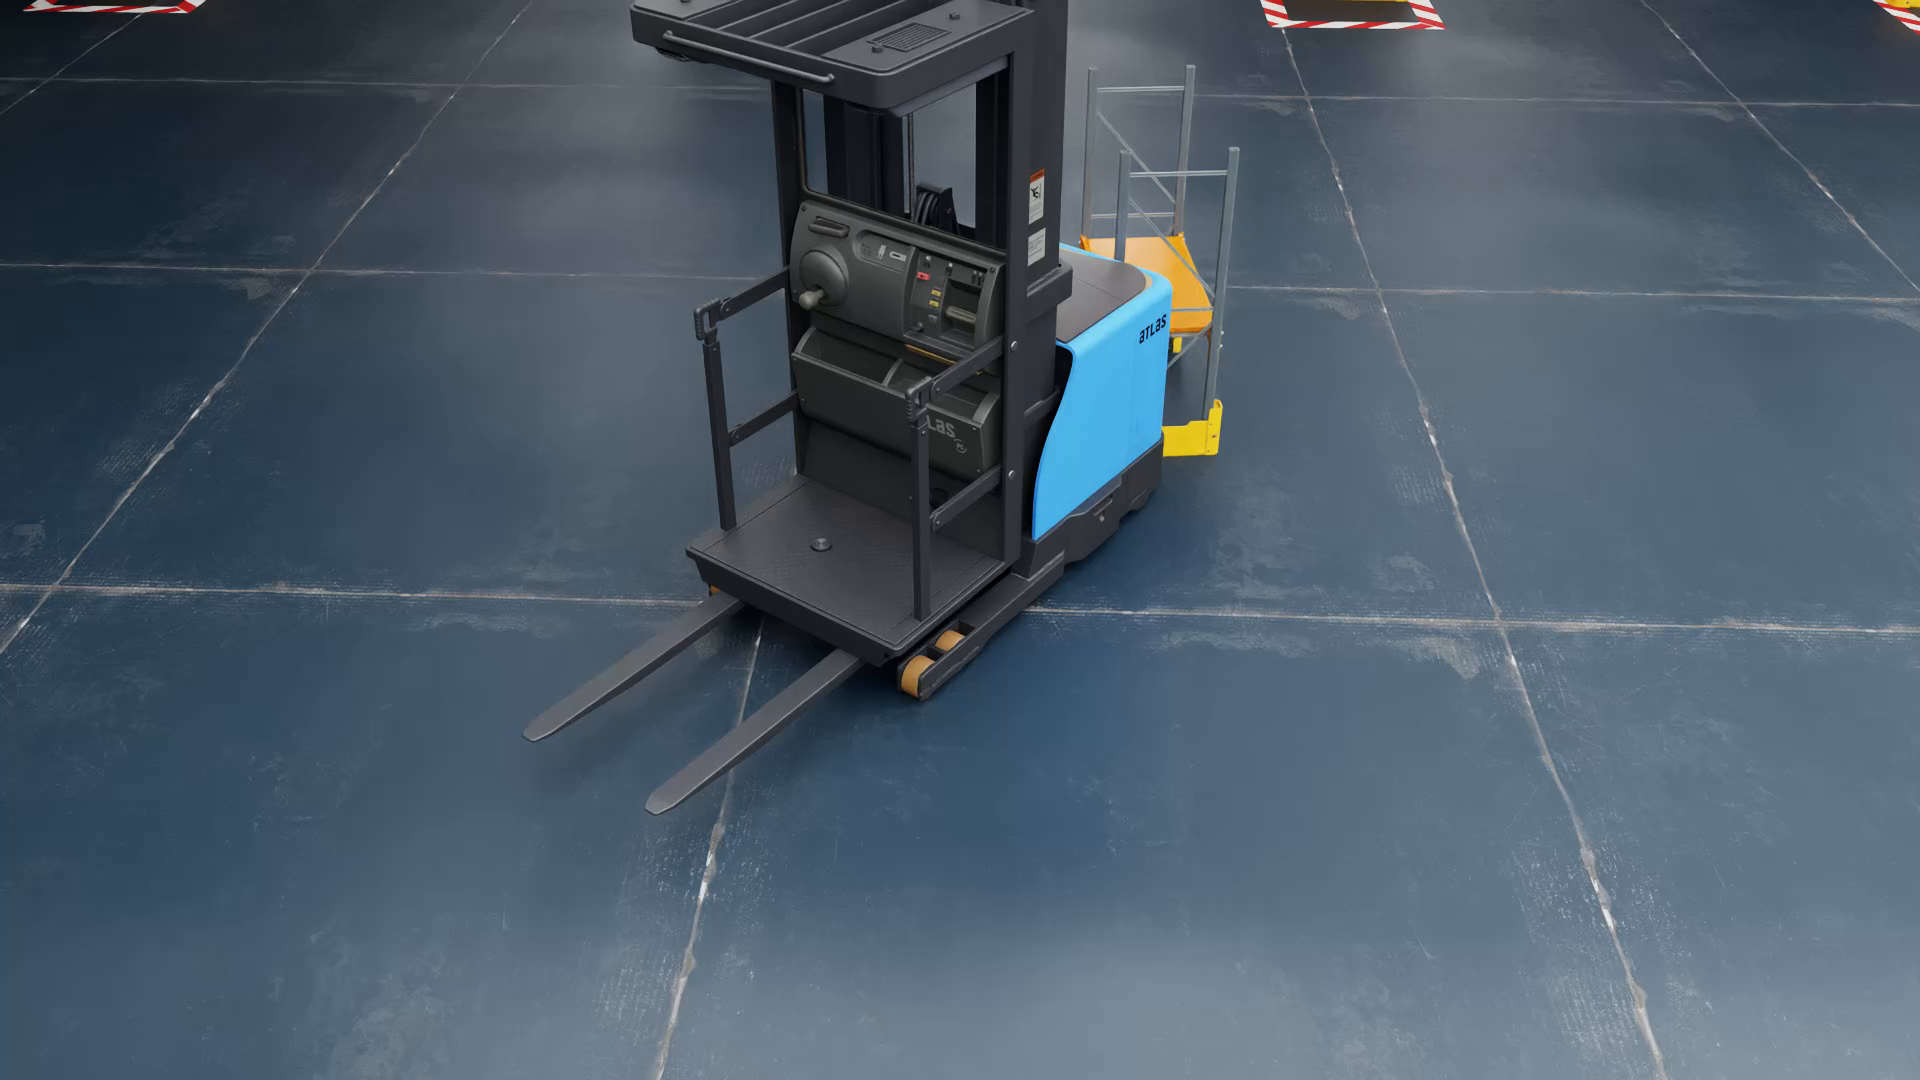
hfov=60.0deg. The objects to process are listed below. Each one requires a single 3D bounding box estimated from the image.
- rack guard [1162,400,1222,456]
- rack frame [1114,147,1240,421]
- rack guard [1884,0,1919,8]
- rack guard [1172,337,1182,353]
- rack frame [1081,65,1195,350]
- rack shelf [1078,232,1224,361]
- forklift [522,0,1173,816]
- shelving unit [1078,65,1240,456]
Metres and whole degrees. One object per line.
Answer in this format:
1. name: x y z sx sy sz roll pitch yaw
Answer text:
1. rack guard: 0.920 -0.518 7.769 0.587 0.250 0.087 -2 35 -3
2. rack frame: 0.921 -1.018 7.394 0.500 1.500 0.032 -2 35 -3
3. rack guard: 8.069 -4.556 13.298 1.175 0.500 0.348 1 35 2
4. rack guard: 0.854 -1.089 8.582 0.587 0.250 0.087 -2 35 -3
5. rack frame: 0.854 -1.601 8.224 0.500 1.500 0.032 -2 35 -3
6. rack shelf: 0.887 -1.162 7.912 0.538 0.185 1.000 -2 35 -3
7. forklift: -0.378 -0.909 5.994 1.130 2.935 3.031 23 41 29
8. shelving unit: 0.887 -1.315 7.816 0.587 1.500 1.083 -2 35 -3
